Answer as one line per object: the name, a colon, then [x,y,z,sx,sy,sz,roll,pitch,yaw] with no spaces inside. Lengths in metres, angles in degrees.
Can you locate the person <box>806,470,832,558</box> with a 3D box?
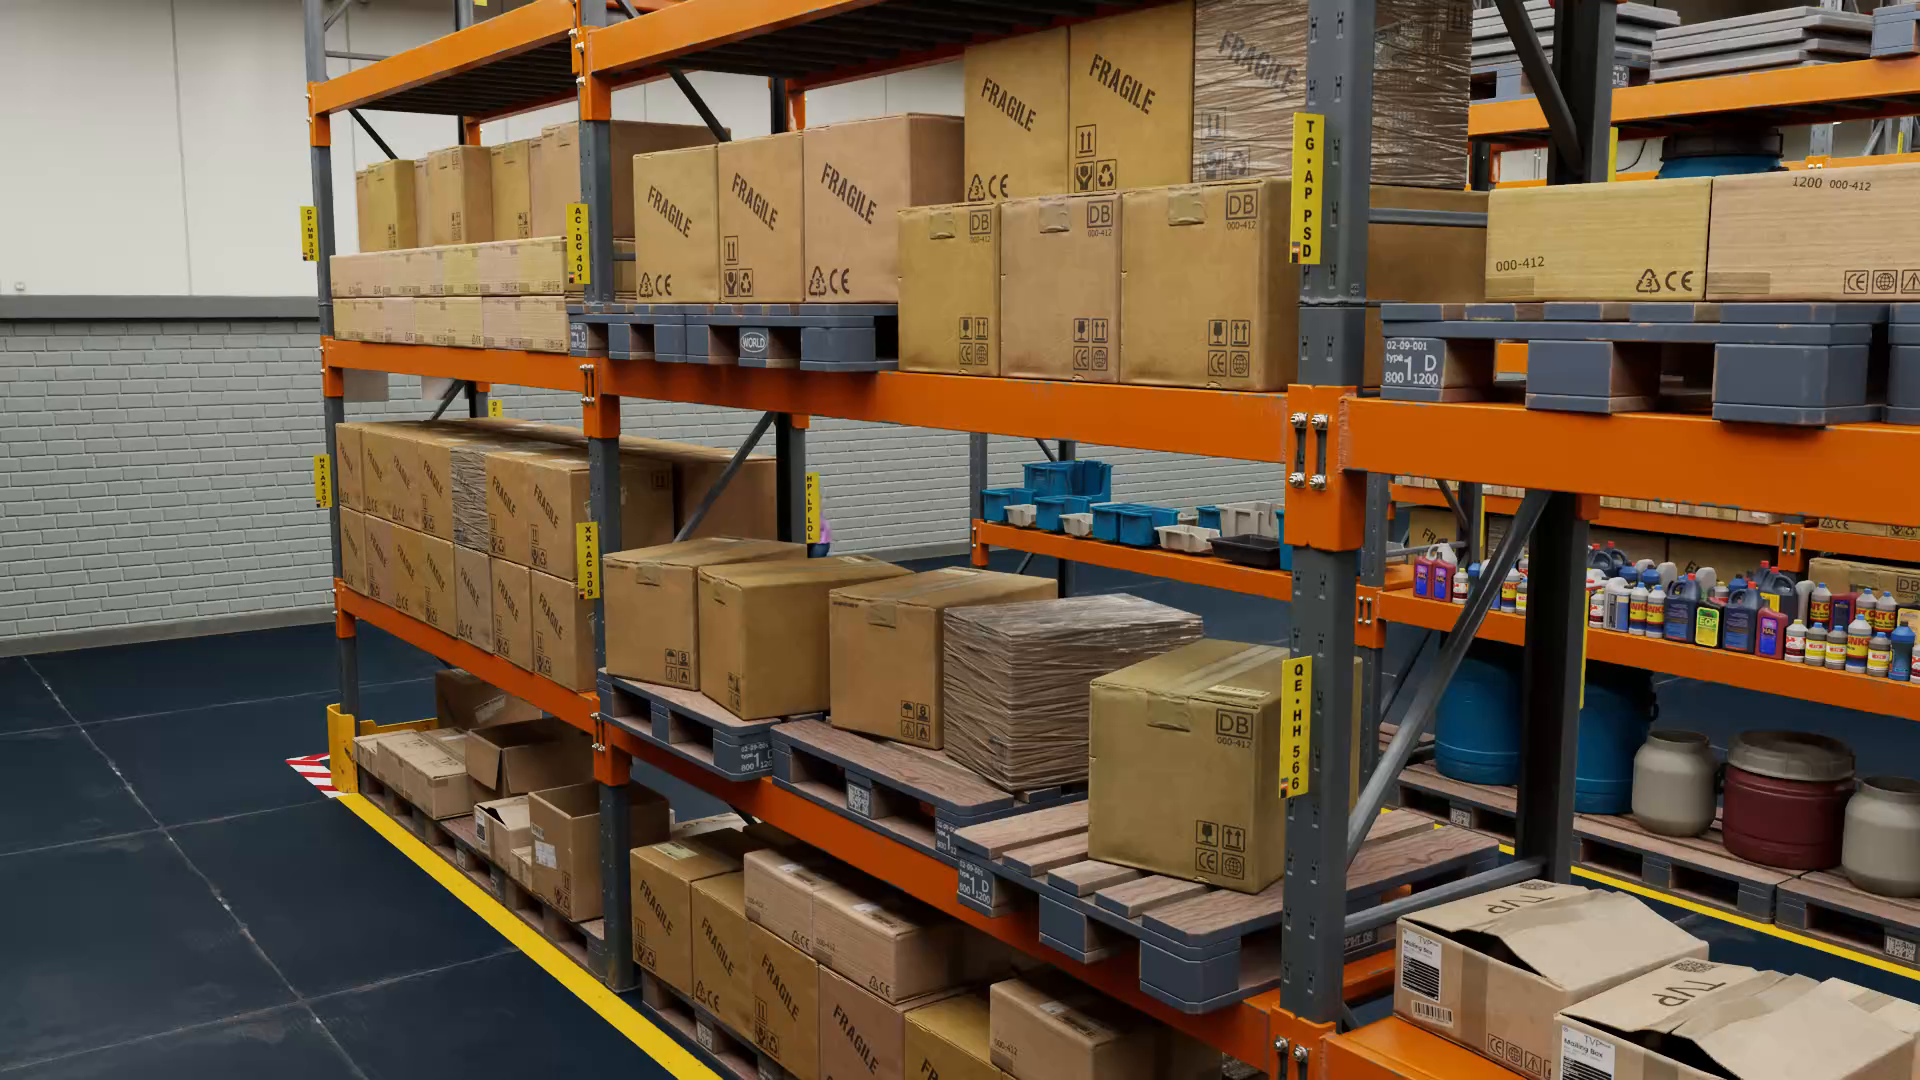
person: [-1.461,0.054,15.623,0.536,1.561,0.374,-6,10,-37]
